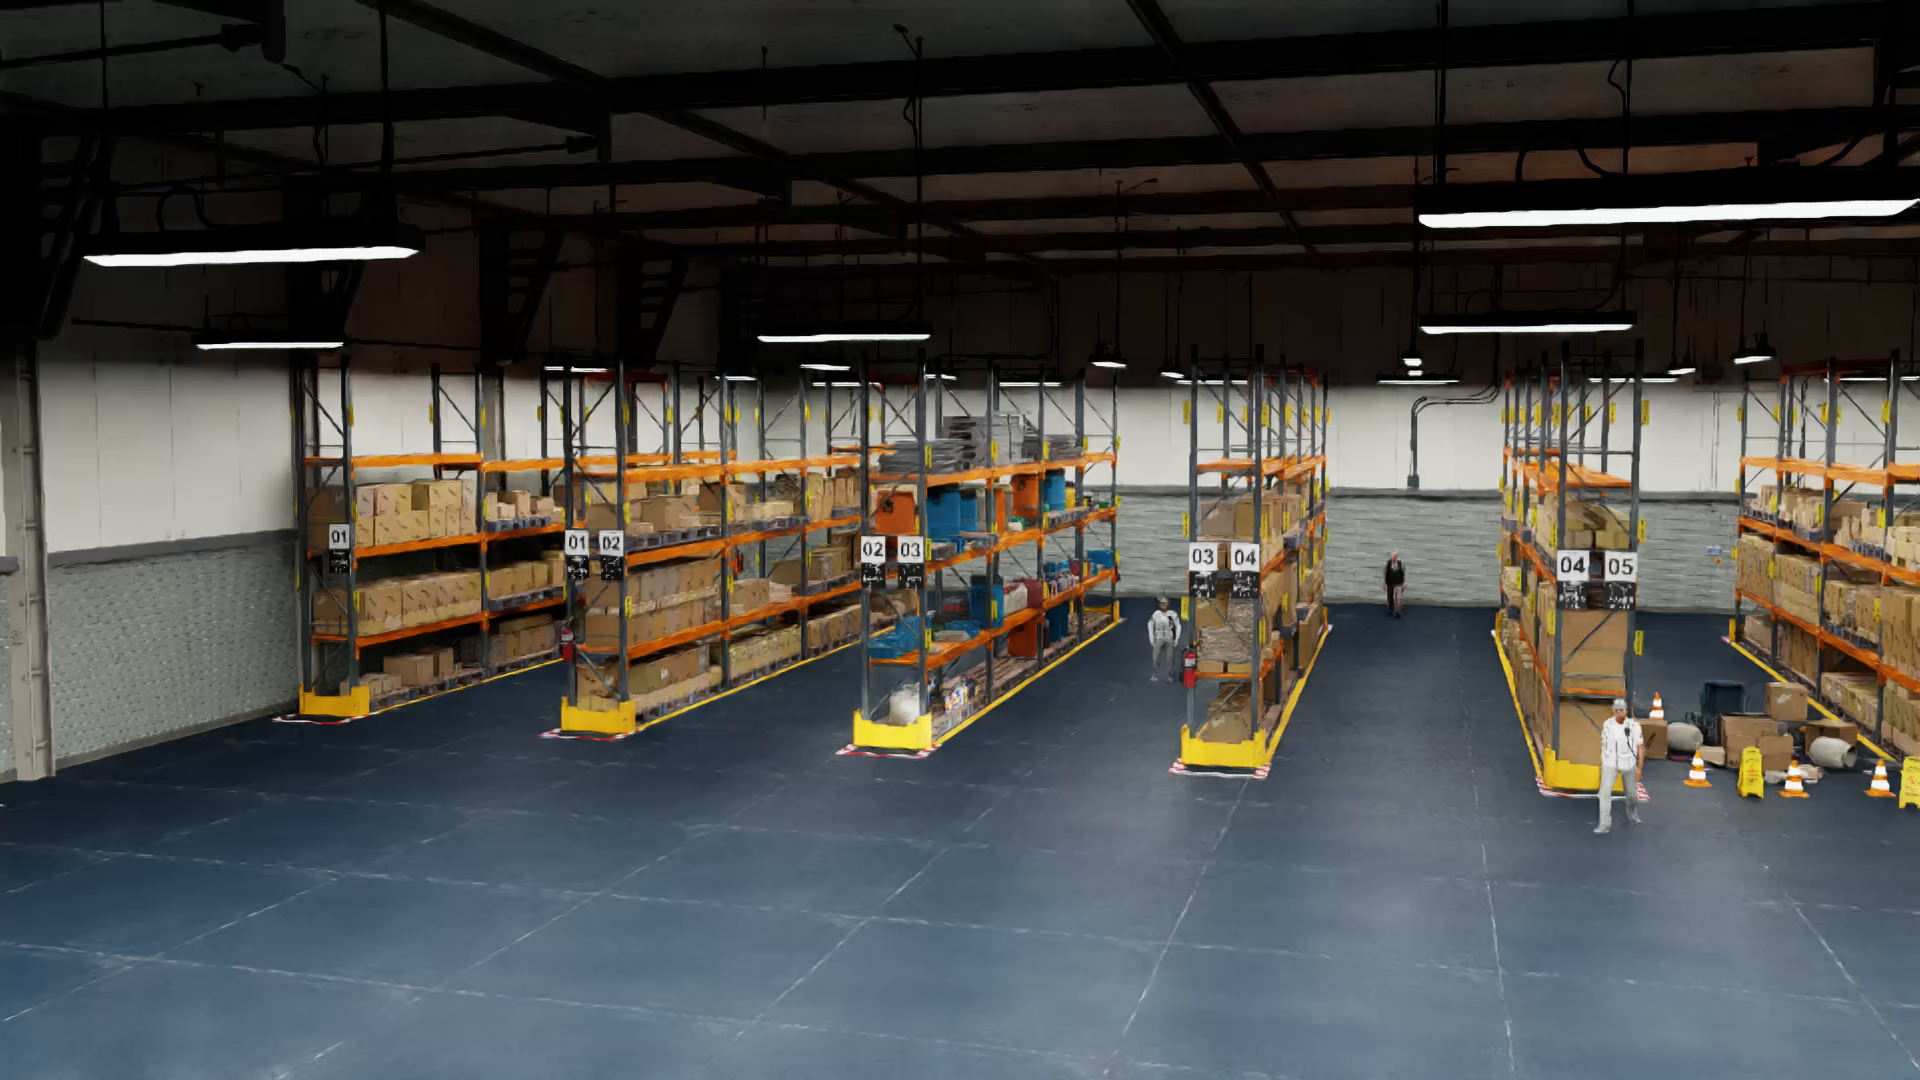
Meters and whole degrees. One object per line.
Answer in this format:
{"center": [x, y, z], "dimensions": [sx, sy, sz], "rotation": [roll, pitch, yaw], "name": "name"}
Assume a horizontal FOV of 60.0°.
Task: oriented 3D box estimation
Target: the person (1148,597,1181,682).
{"center": [3.833, 1.855, 31.194], "dimensions": [0.634, 1.633, 0.507], "rotation": [1, 4, 13], "name": "person"}

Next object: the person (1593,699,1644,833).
{"center": [7.958, 2.692, 19.984], "dimensions": [0.502, 1.609, 0.891], "rotation": [3, 5, 32], "name": "person"}

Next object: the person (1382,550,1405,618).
{"center": [10.750, 1.078, 41.239], "dimensions": [0.543, 1.648, 1.115], "rotation": [1, 4, 17], "name": "person"}
